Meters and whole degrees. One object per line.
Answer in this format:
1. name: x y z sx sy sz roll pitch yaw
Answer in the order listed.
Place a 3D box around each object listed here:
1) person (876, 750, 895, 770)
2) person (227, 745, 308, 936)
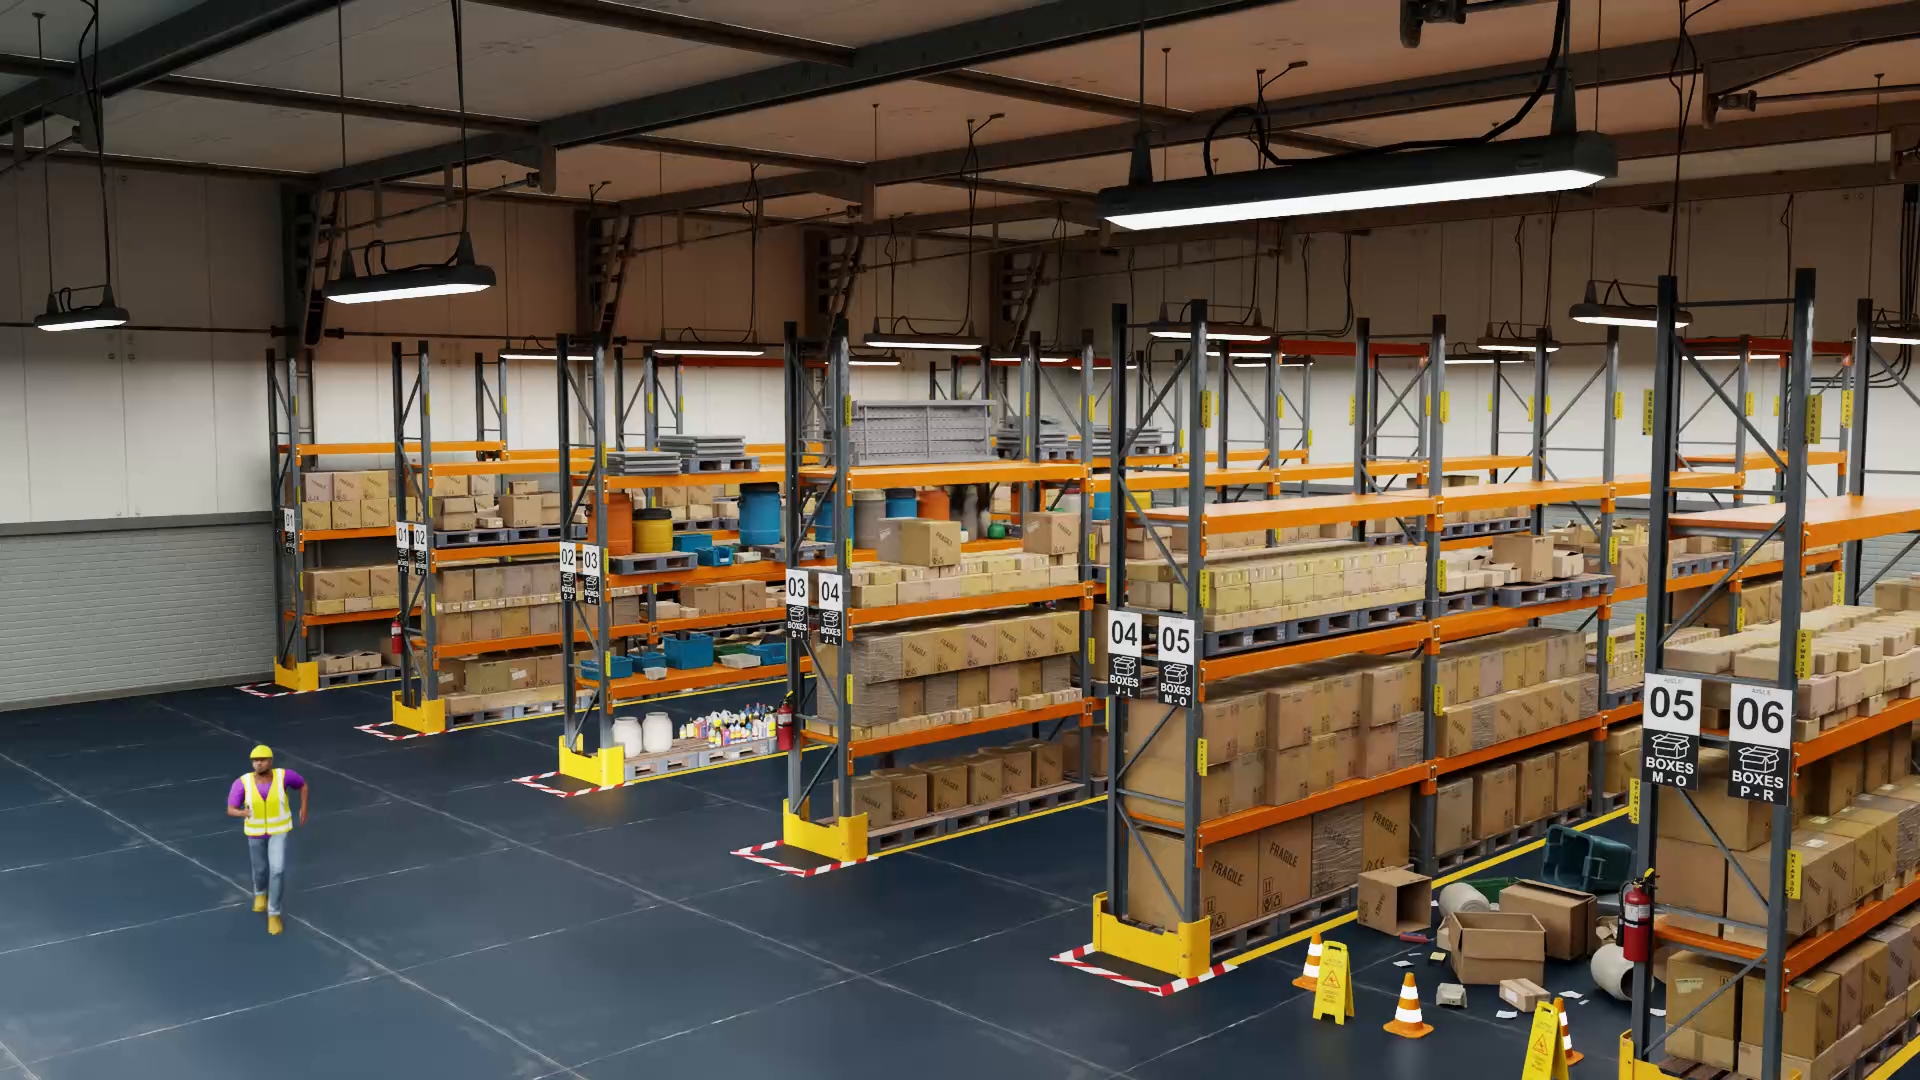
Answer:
1. person: -1.063 2.390 22.400 0.658 1.681 0.570 3 6 30
2. person: -6.760 2.879 16.270 0.711 1.812 0.911 -1 5 -15
